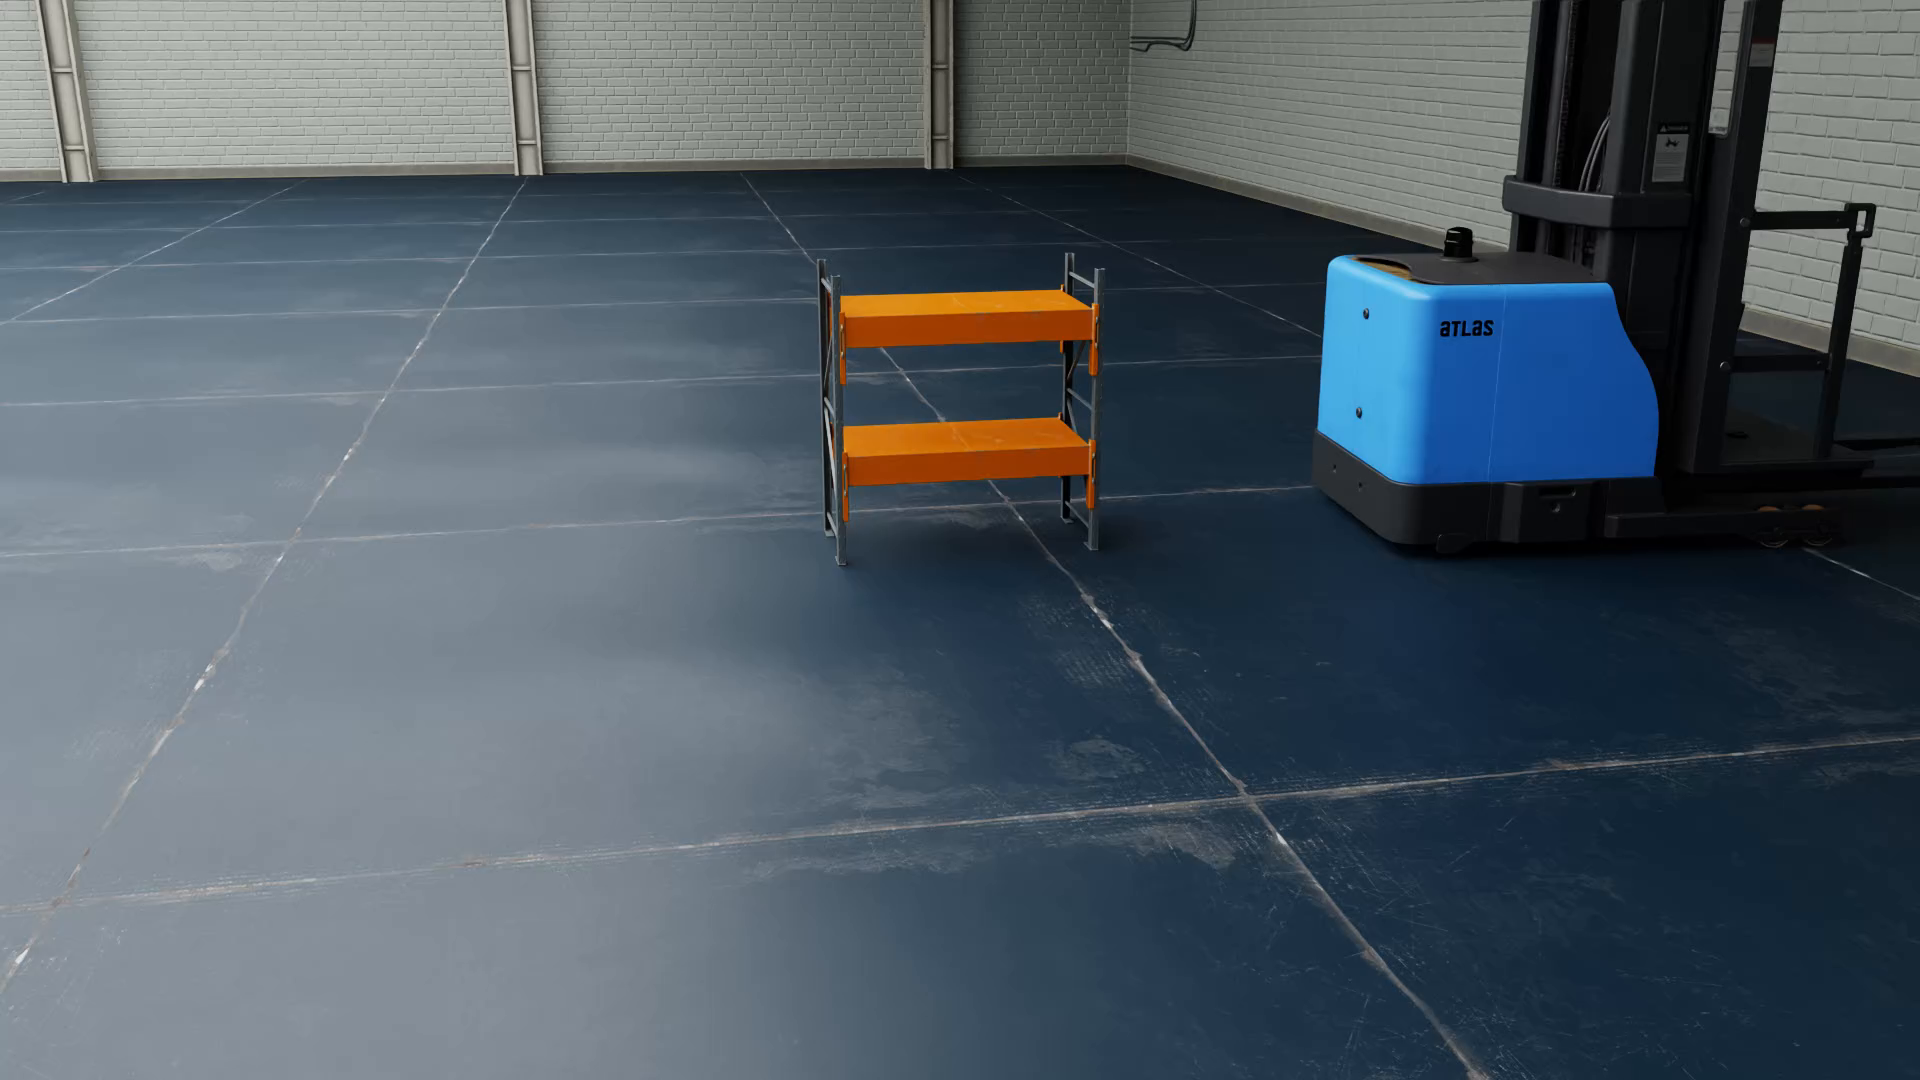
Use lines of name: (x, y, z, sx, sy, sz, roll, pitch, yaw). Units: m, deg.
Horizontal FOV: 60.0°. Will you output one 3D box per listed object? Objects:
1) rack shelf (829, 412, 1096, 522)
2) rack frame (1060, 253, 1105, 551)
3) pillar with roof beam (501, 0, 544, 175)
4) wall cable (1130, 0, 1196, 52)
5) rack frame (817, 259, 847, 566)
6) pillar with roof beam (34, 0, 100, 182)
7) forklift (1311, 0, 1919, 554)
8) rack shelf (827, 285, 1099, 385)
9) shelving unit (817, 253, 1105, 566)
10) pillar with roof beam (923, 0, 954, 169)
rack shelf: (-0.007, -0.304, 6.717, 1.000, 0.278, 0.538, -3, 17, -10)
rack frame: (0.492, -0.566, 6.738, 0.032, 1.125, 0.500, -3, 17, -10)
pillar with roof beam: (-5.392, -8.337, 18.630, 0.400, 9.000, 9.100, -3, 17, -10)
wall cable: (2.826, -8.211, 23.507, 0.112, 2.526, 3.097, -3, 17, -10)
rack frame: (-0.506, -0.509, 6.553, 0.032, 1.125, 0.500, -3, 17, -10)
pillar with roof beam: (-11.283, -8.003, 17.542, 0.400, 9.000, 9.100, -3, 17, -10)
forklift: (3.121, -1.521, 6.770, 3.031, 2.935, 1.130, -2, 17, -7)
rack shelf: (-0.007, -0.817, 6.559, 1.000, 0.278, 0.538, -3, 17, -10)
shelving unit: (-0.007, -0.537, 6.645, 1.048, 1.125, 0.538, -3, 17, -10)
pillar with roof beam: (0.499, -8.672, 19.718, 0.400, 9.000, 9.100, -3, 17, -10)
